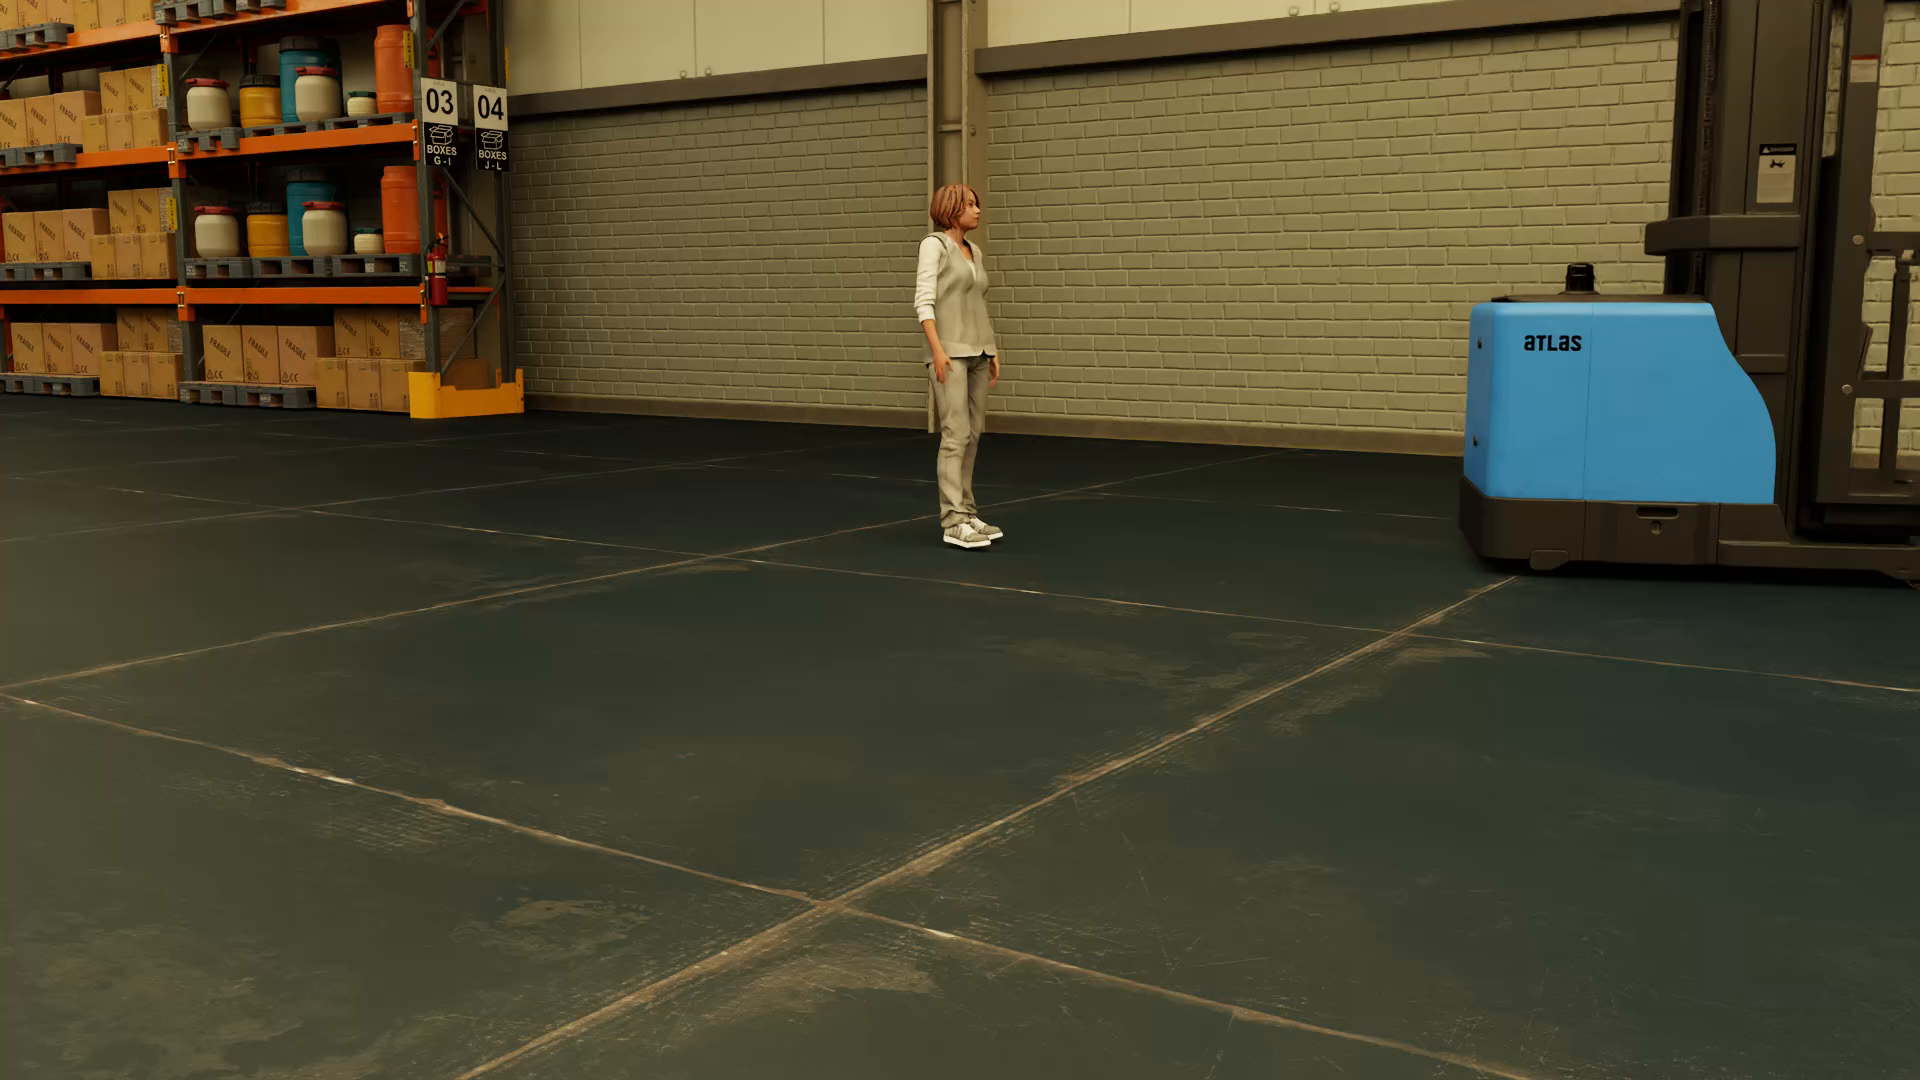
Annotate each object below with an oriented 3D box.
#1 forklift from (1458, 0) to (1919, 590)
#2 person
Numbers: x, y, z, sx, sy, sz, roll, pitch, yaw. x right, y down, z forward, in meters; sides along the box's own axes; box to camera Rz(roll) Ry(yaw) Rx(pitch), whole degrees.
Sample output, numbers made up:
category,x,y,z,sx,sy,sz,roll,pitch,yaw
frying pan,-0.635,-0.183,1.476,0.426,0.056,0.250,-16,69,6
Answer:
category,x,y,z,sx,sy,sz,roll,pitch,yaw
forklift,3.653,-1.338,6.604,3.031,2.935,1.130,2,8,11
person,0.054,-0.790,7.438,0.473,1.599,0.521,5,10,34
